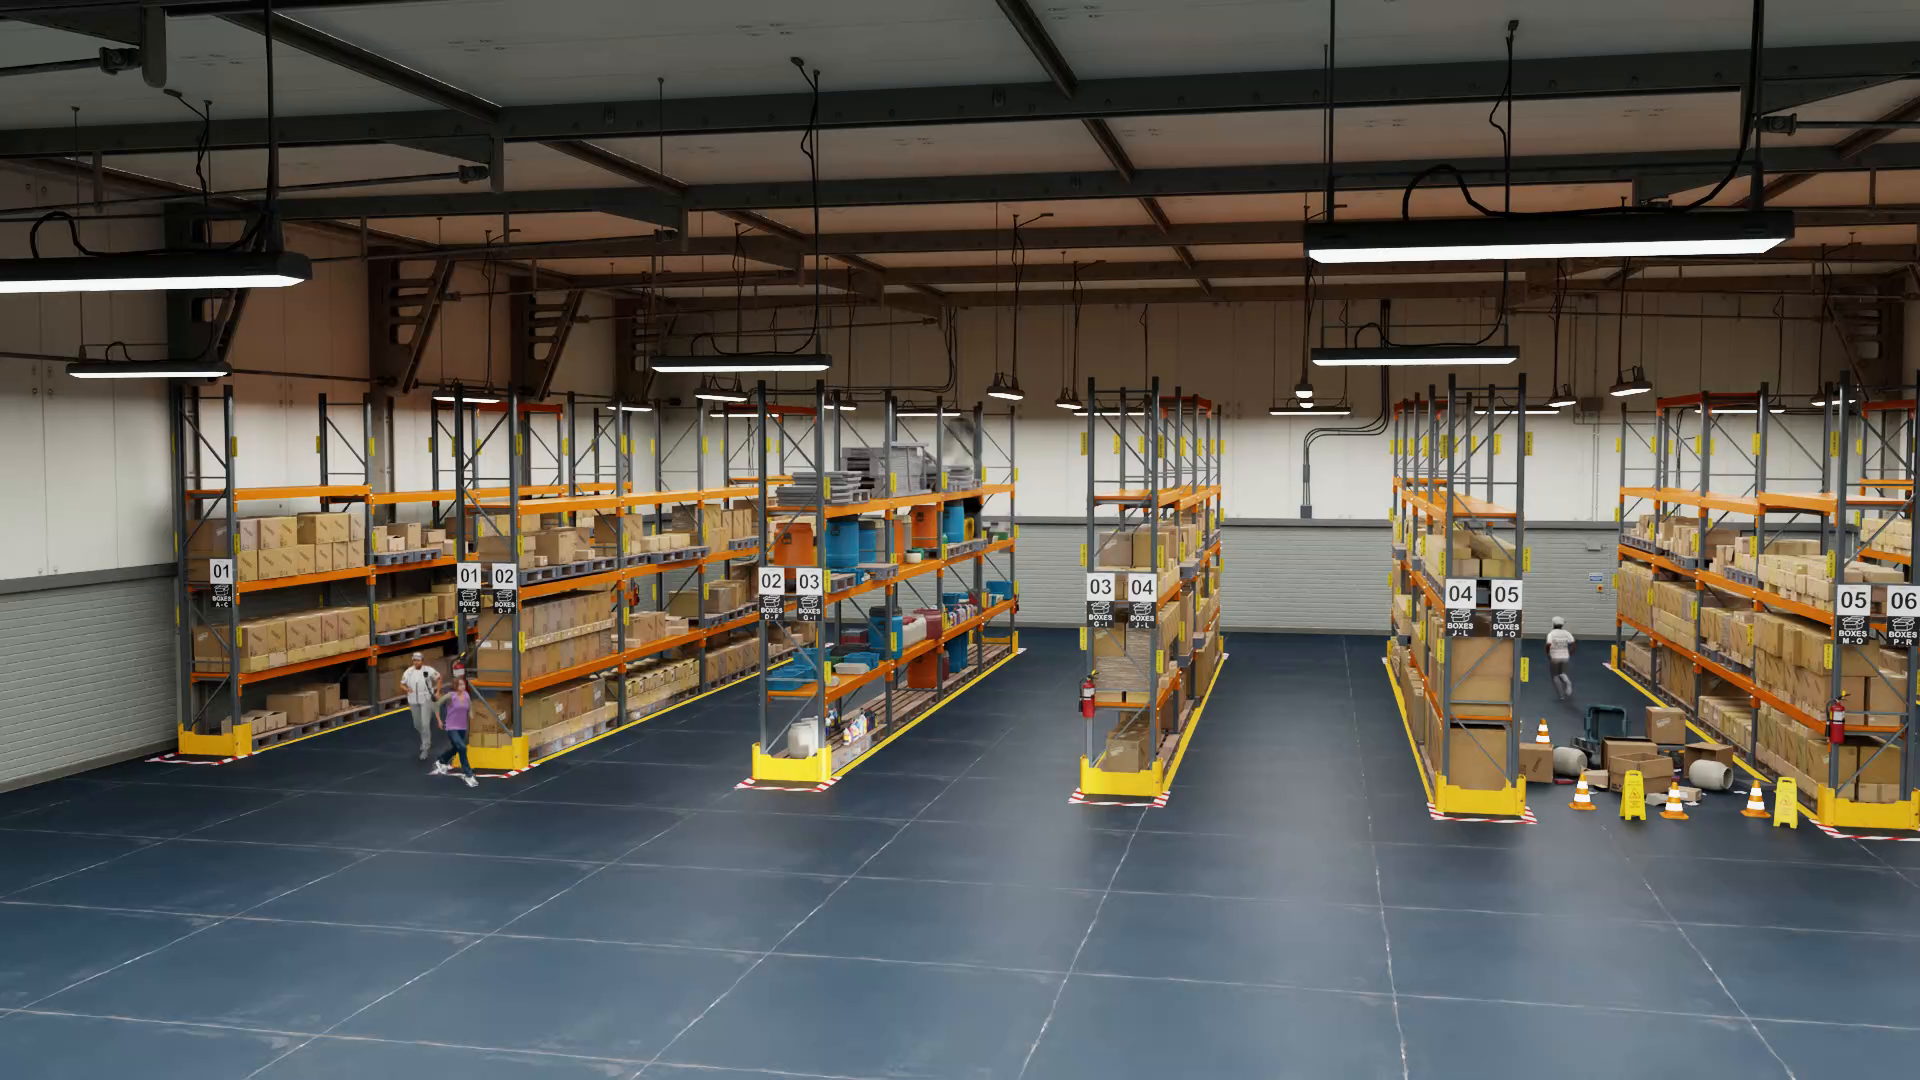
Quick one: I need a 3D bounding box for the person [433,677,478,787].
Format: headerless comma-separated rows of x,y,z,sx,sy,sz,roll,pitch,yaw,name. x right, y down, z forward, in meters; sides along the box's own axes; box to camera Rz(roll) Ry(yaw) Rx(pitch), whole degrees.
-7.503,2.822,24.715,0.926,1.602,0.557,2,4,37,person

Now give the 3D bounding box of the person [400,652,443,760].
-8.733,2.643,26.923,0.615,1.685,0.915,0,3,1,person

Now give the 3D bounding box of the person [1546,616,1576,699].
11.856,2.345,32.883,0.589,1.658,0.547,0,3,-7,person
